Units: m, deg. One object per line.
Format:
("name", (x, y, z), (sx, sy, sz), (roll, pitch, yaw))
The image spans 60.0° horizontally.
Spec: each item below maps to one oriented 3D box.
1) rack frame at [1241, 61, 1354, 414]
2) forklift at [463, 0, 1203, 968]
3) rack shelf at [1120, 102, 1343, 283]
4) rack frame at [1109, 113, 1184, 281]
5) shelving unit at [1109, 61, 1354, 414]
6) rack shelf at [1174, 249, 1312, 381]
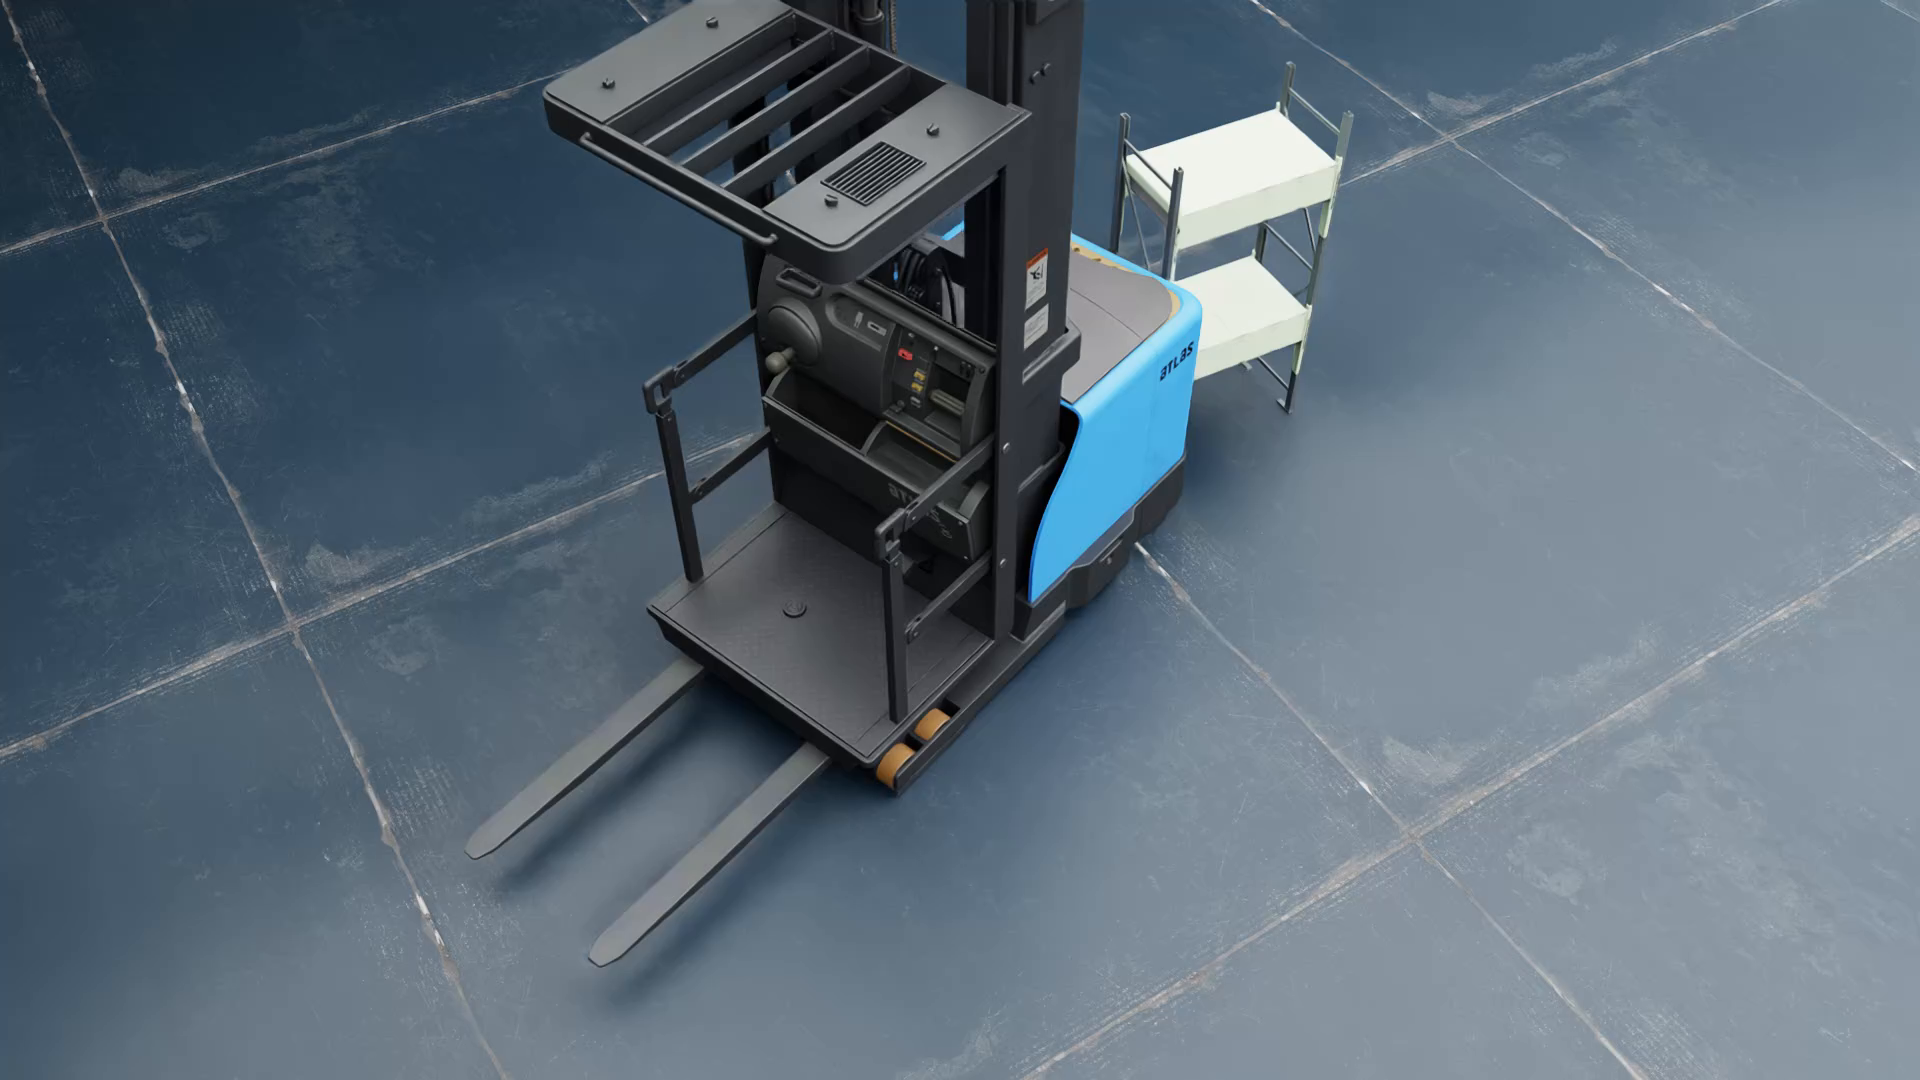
("rack frame", (1.337, -1.180, 6.742), (0.023, 1.500, 0.400), (-21, 52, -18))
("forklift", (-0.422, -0.518, 5.194), (1.130, 2.935, 3.031), (32, 55, 25))
("rack shelf", (1.012, -1.314, 6.338), (0.720, 0.370, 0.431), (-21, 52, -18))
("rack frame", (0.687, -0.928, 6.518), (0.023, 1.500, 0.400), (-21, 52, -18))
("shelving unit", (1.012, -1.054, 6.630), (0.755, 1.500, 0.431), (-21, 52, -18))
("rack shelf", (1.012, -0.837, 6.873), (0.720, 0.370, 0.431), (-21, 52, -18))
